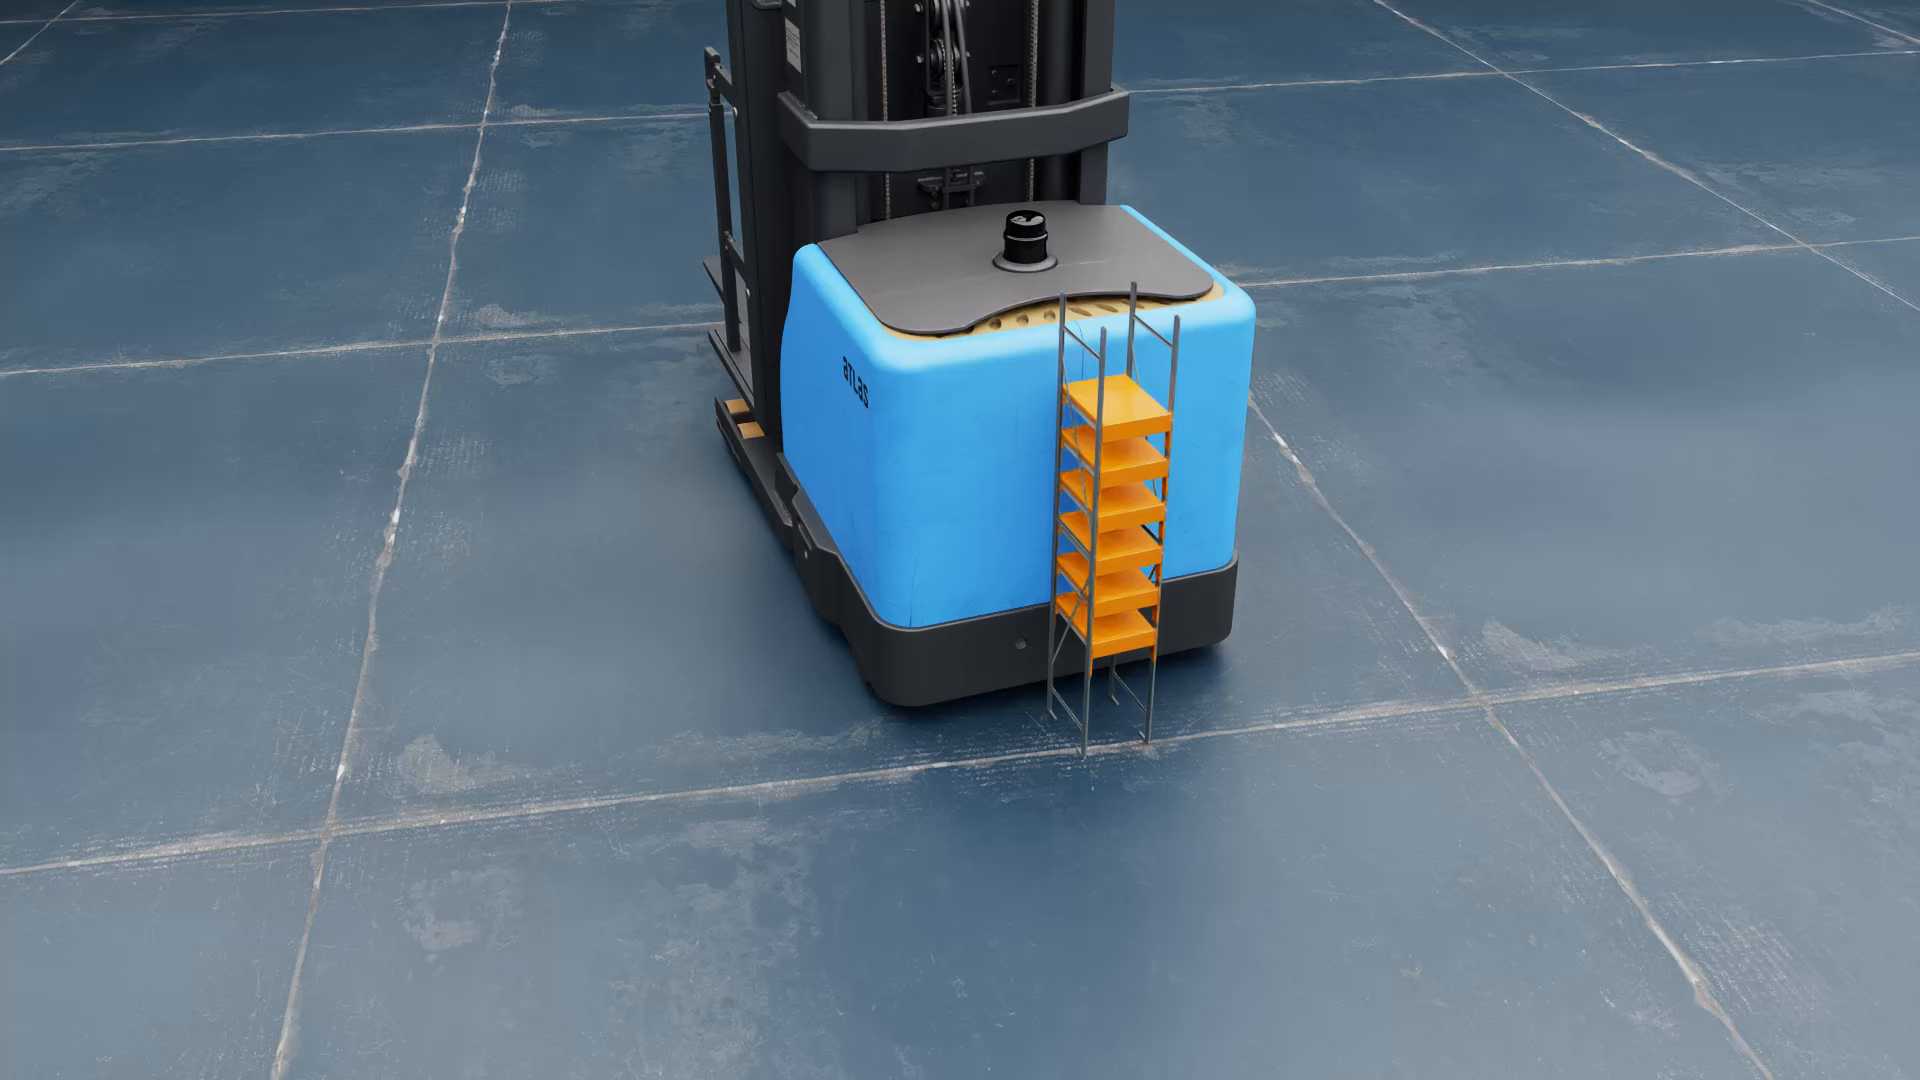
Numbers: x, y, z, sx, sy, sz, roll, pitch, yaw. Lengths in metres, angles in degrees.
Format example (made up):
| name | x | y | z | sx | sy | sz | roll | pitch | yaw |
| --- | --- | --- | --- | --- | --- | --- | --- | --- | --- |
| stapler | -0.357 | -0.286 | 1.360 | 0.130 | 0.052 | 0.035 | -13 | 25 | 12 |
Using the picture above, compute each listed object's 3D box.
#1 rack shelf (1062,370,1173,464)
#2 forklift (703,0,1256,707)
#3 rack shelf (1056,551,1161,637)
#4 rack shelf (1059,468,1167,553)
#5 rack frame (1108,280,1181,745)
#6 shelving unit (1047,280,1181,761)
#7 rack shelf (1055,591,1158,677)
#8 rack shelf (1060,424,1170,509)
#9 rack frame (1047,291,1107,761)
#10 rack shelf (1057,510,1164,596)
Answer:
| name | x | y | z | sx | sy | sz | roll | pitch | yaw |
| --- | --- | --- | --- | --- | --- | --- | --- | --- | --- |
| rack shelf | 0.364 | -0.294 | 3.944 | 0.180 | 0.103 | 0.258 | -11 | 32 | -18 |
| forklift | -0.211 | -1.560 | 5.012 | 1.130 | 2.935 | 3.031 | -10 | 32 | -17 |
| rack shelf | 0.364 | 0.119 | 4.188 | 0.180 | 0.103 | 0.258 | -11 | 32 | -18 |
| rack shelf | 0.364 | -0.088 | 4.066 | 0.180 | 0.103 | 0.258 | -11 | 32 | -18 |
| rack frame | 0.450 | -0.039 | 4.133 | 0.006 | 1.200 | 0.240 | -11 | 32 | -18 |
| shelving unit | 0.364 | -0.022 | 4.104 | 0.189 | 1.200 | 0.258 | -11 | 32 | -18 |
| rack shelf | 0.364 | 0.223 | 4.249 | 0.180 | 0.103 | 0.258 | -11 | 32 | -18 |
| rack shelf | 0.364 | -0.191 | 4.005 | 0.180 | 0.103 | 0.258 | -11 | 32 | -18 |
| rack frame | 0.279 | -0.006 | 4.076 | 0.006 | 1.200 | 0.240 | -11 | 32 | -18 |
| rack shelf | 0.364 | 0.016 | 4.127 | 0.180 | 0.103 | 0.258 | -11 | 32 | -18 |
